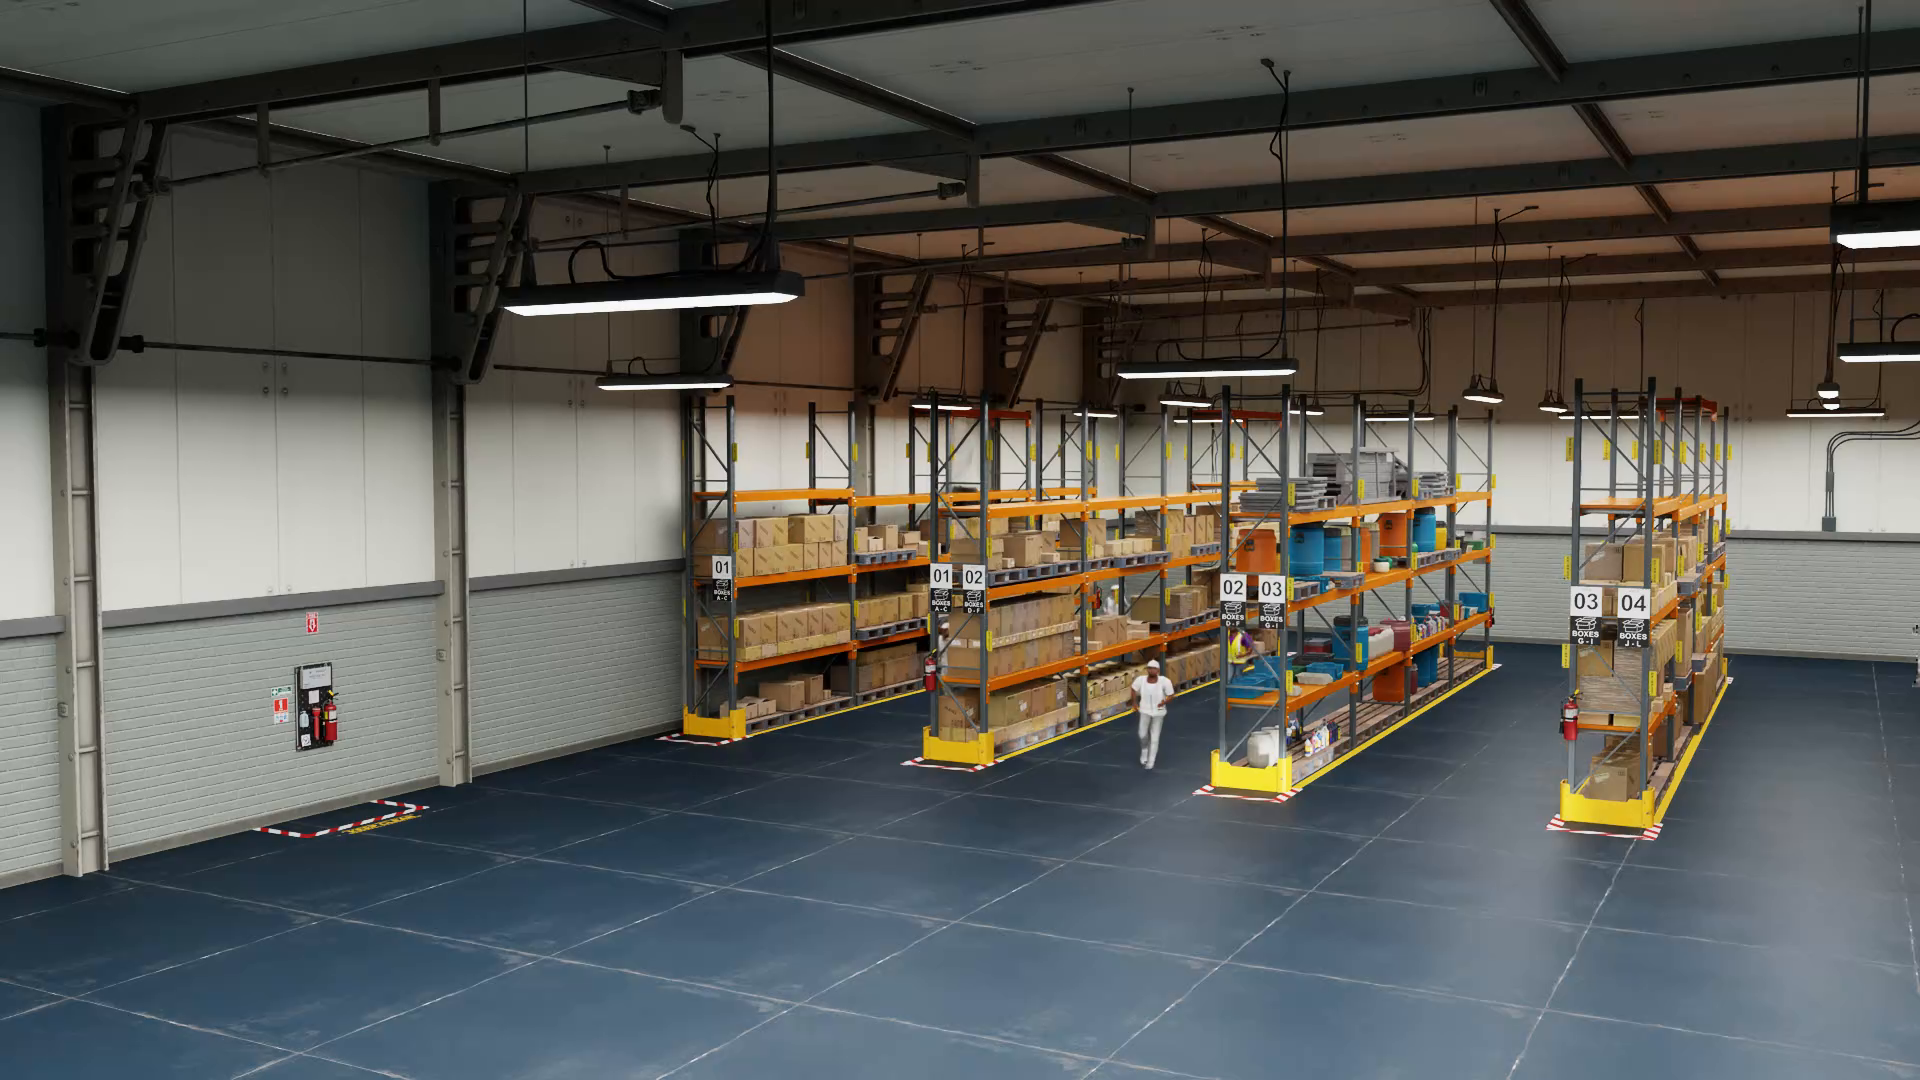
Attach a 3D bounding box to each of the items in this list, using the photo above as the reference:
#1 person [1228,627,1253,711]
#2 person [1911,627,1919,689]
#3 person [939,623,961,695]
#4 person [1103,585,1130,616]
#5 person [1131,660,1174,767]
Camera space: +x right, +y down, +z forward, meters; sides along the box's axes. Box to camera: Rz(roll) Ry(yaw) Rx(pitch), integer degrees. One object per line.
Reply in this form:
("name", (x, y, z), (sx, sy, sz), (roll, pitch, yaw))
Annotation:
("person", (5.367, 2.400, 32.337), (0.686, 1.773, 0.886), (2, 3, 29))
("person", (20.663, 2.264, 35.225), (0.876, 1.817, 0.676), (1, 3, 23))
("person", (-0.183, 2.459, 32.248), (0.721, 1.735, 0.718), (1, 3, 18))
("person", (3.802, 1.974, 40.879), (0.660, 1.734, 0.596), (1, 3, 23))
("person", (3.030, 2.746, 26.273), (0.696, 1.717, 0.638), (1, 3, 11))
